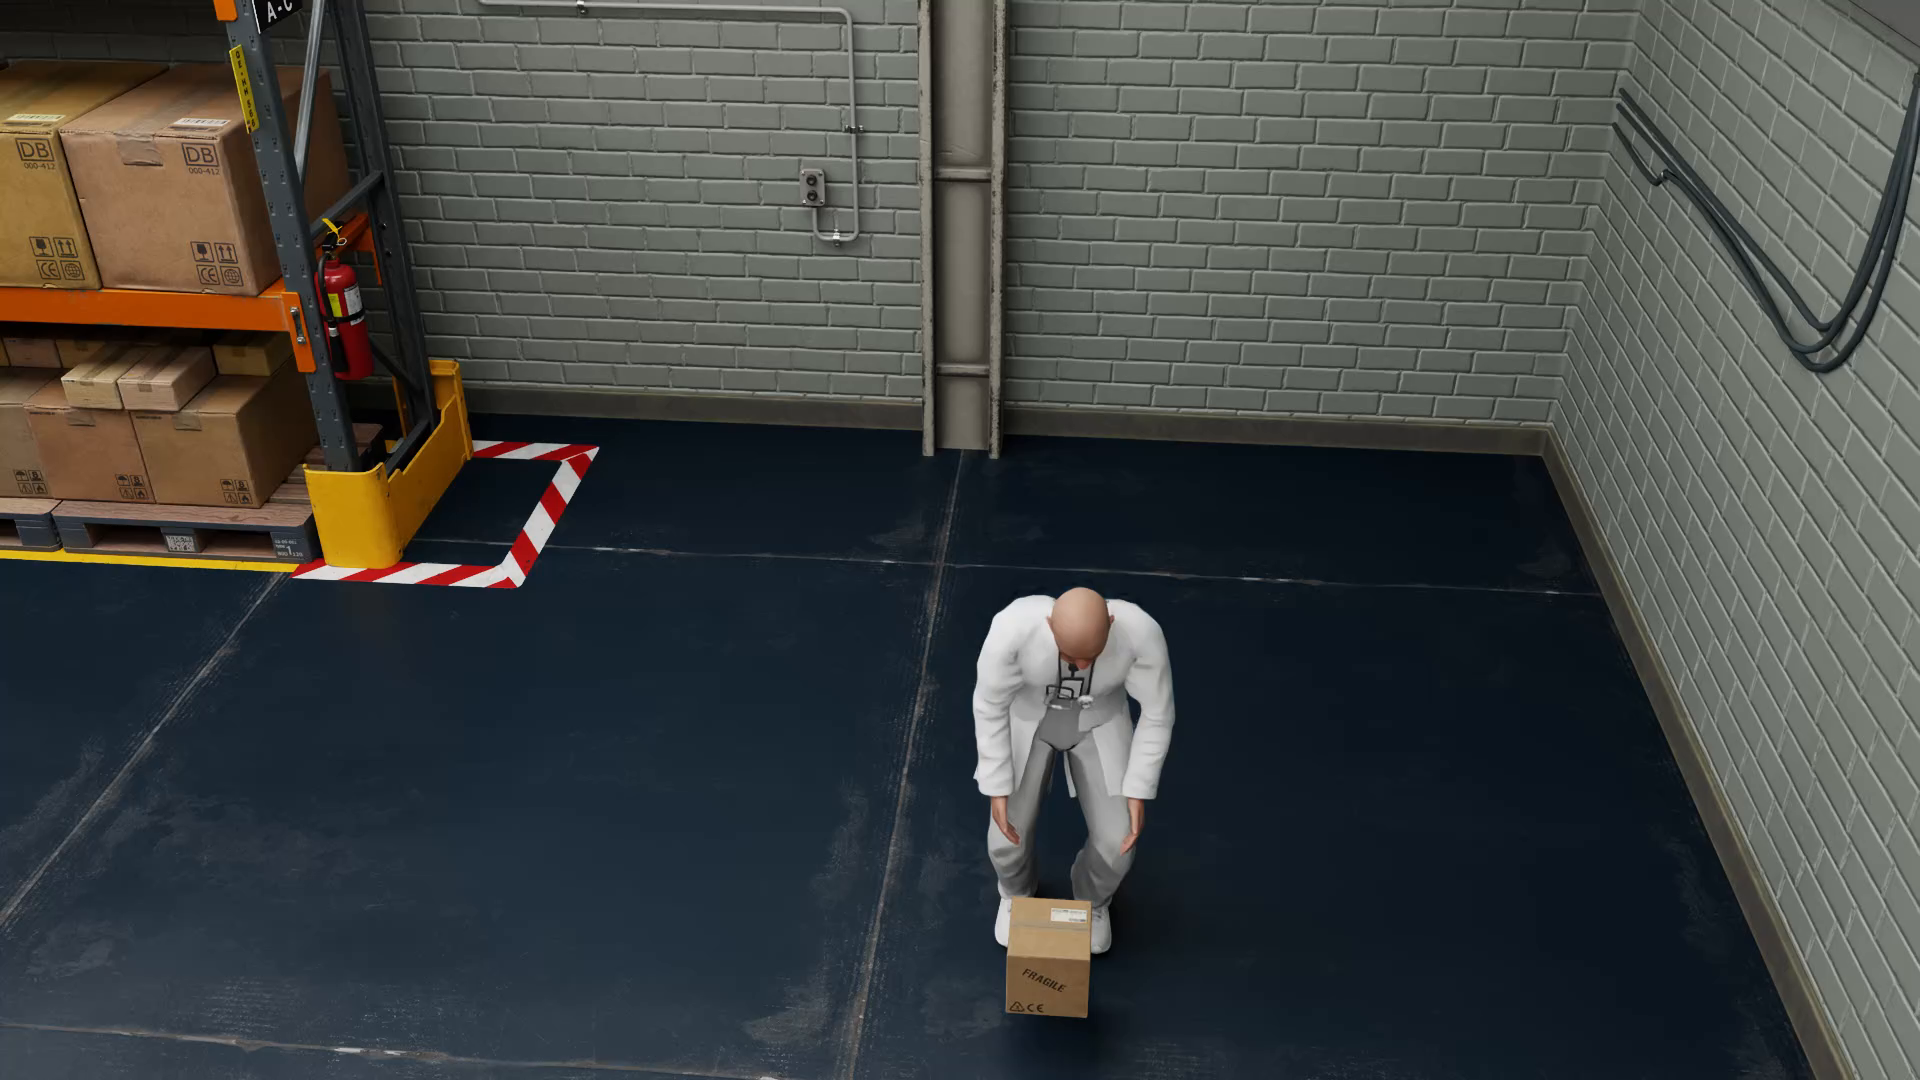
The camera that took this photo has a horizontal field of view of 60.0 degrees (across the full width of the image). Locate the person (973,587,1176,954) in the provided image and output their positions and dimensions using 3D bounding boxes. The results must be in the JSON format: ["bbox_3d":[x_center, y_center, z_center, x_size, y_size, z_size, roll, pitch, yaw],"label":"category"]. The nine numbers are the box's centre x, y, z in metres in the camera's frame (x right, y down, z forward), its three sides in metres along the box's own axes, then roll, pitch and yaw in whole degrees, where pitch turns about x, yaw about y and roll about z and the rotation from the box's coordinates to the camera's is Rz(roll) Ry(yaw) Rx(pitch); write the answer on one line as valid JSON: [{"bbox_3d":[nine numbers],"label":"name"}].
[{"bbox_3d":[0.357,0.673,5.313,0.628,1.511,0.658,3,32,4],"label":"person"}]
